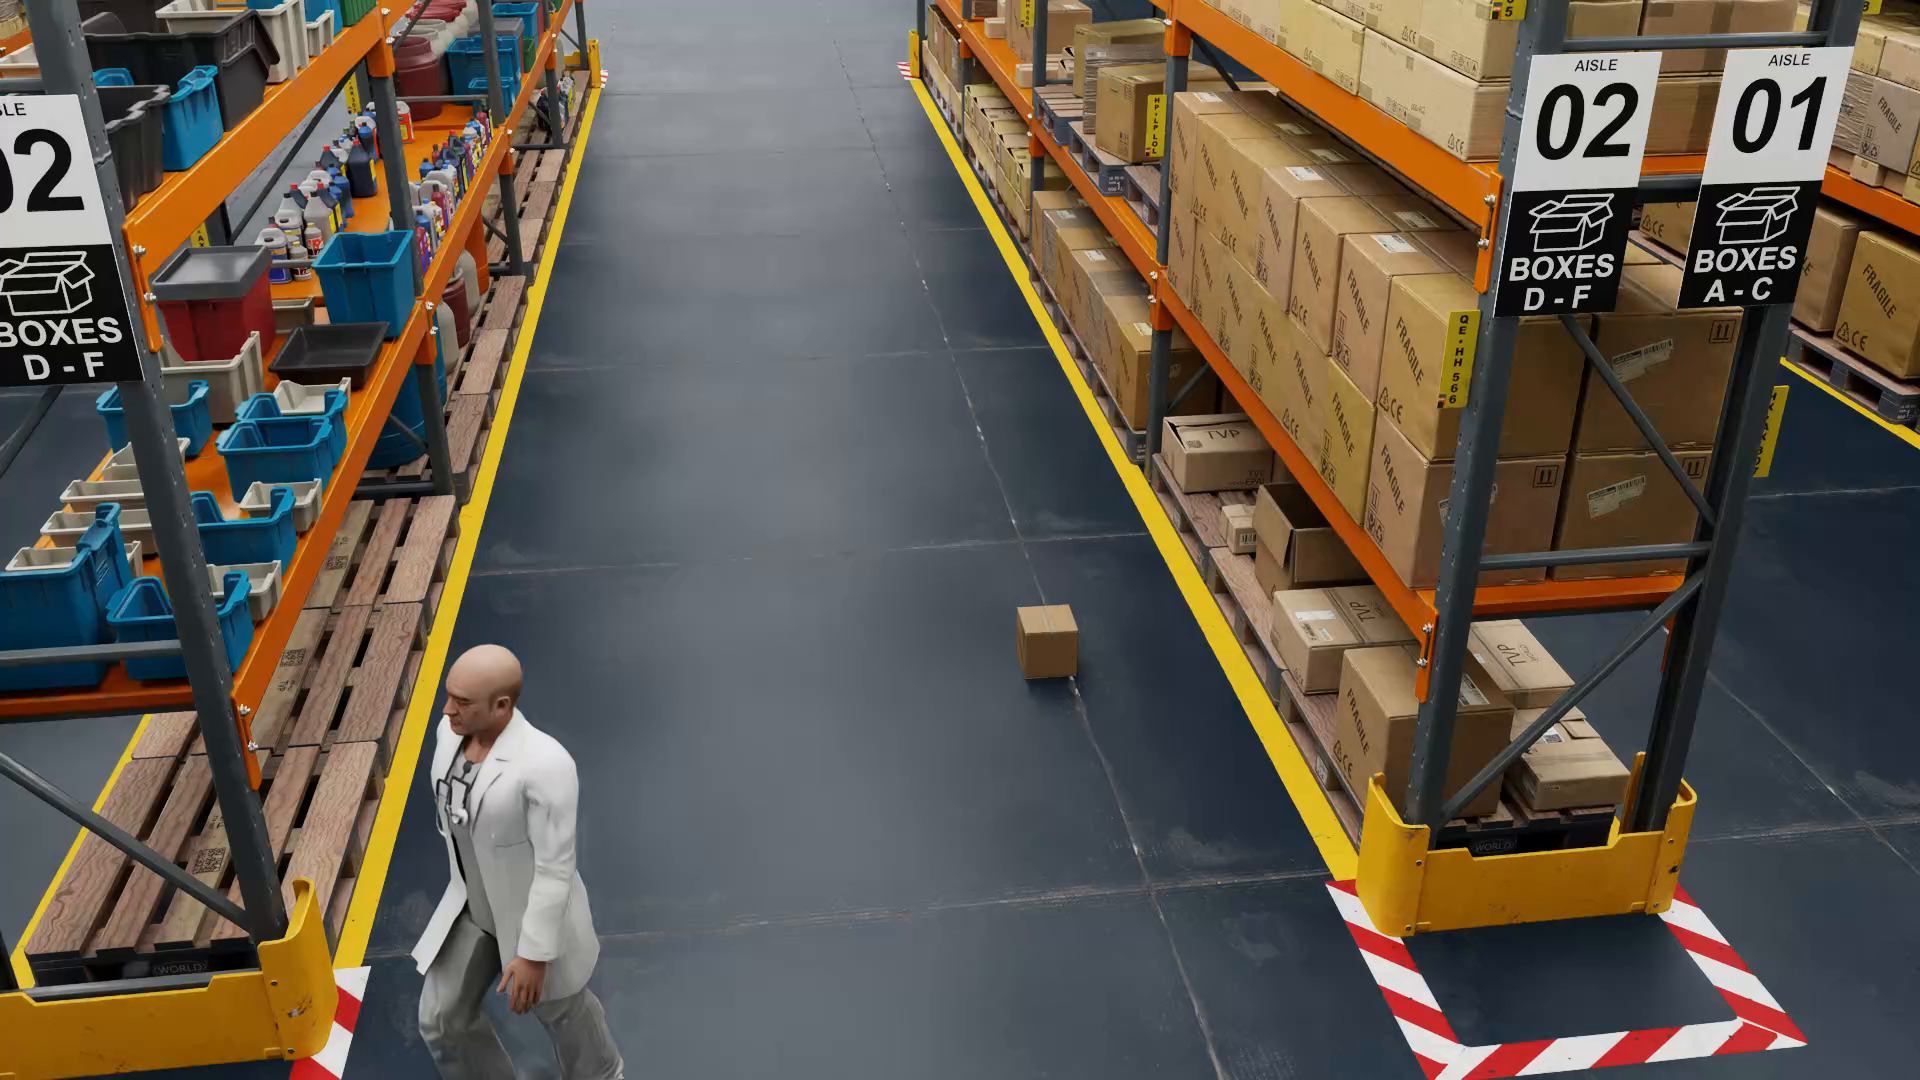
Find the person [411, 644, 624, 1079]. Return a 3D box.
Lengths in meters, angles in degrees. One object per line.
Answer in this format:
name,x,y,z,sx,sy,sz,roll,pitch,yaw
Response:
person,-1.325,1.123,4.926,0.588,1.830,0.608,16,31,29
